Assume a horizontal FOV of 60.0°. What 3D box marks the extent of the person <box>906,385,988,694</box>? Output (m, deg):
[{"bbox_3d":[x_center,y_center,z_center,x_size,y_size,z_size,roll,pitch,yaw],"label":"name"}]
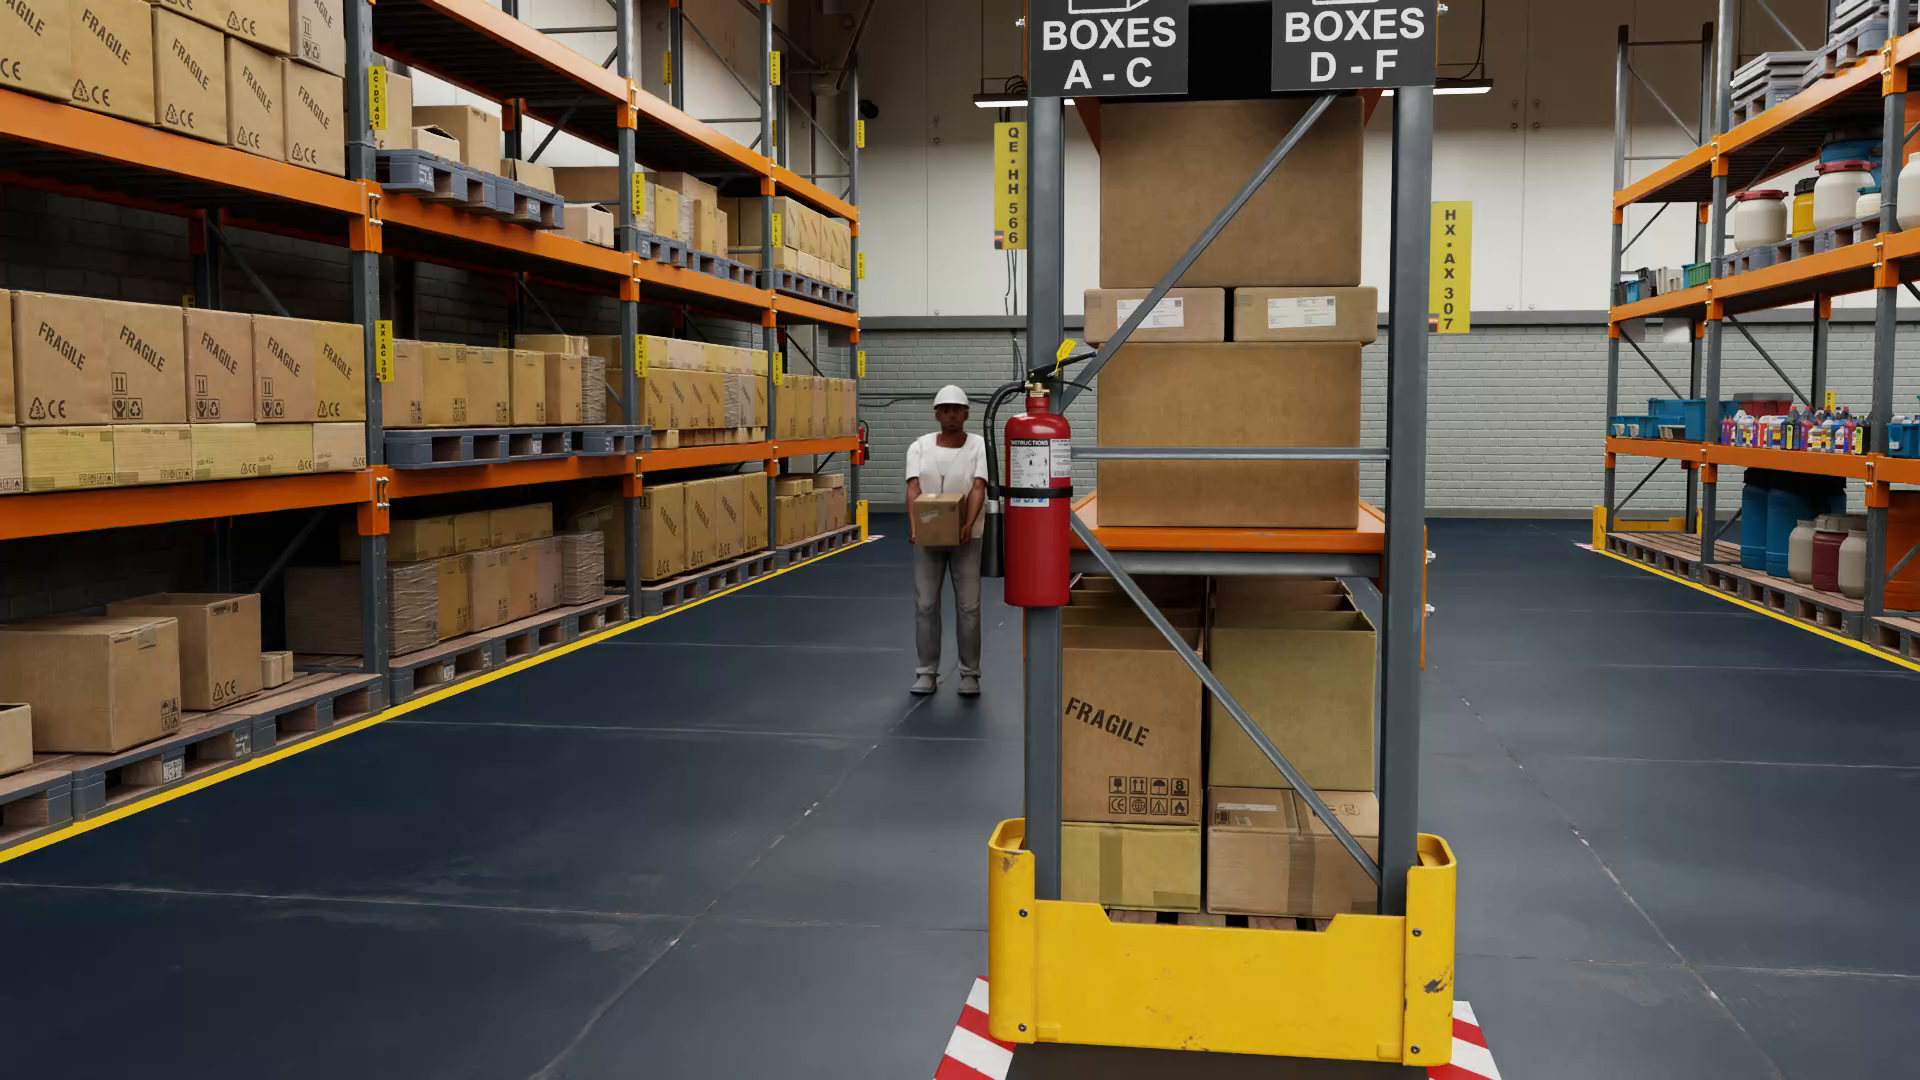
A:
[{"bbox_3d":[-0.071,0.003,9.465,0.505,1.763,0.558,1,4,8],"label":"person"}]
